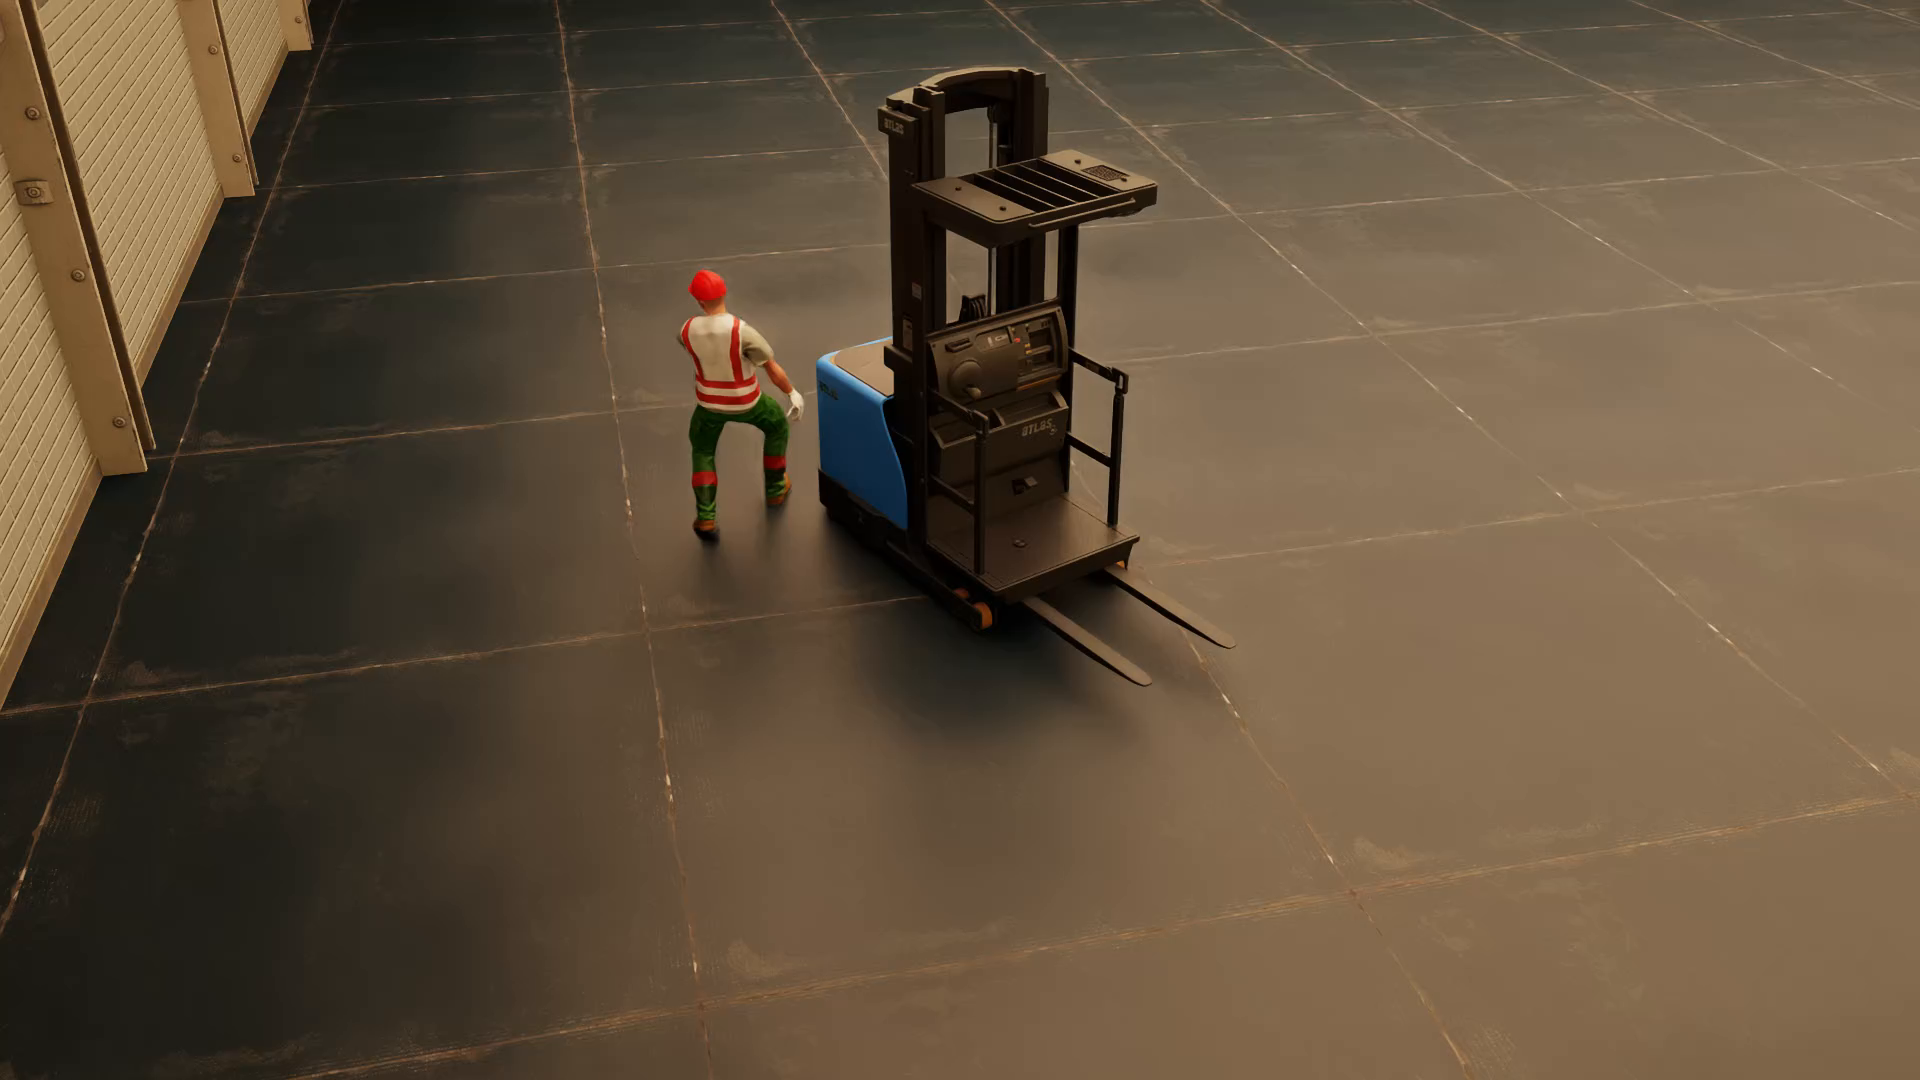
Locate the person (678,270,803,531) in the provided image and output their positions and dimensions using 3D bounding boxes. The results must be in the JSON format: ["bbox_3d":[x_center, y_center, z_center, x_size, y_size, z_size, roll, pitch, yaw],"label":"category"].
[{"bbox_3d":[-1.349,-0.914,10.422,0.756,1.697,0.828,2,30,4],"label":"person"}]

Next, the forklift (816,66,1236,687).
[{"bbox_3d":[0.355,-1.021,9.338,1.130,2.935,3.031,-20,35,-30],"label":"forklift"}]
